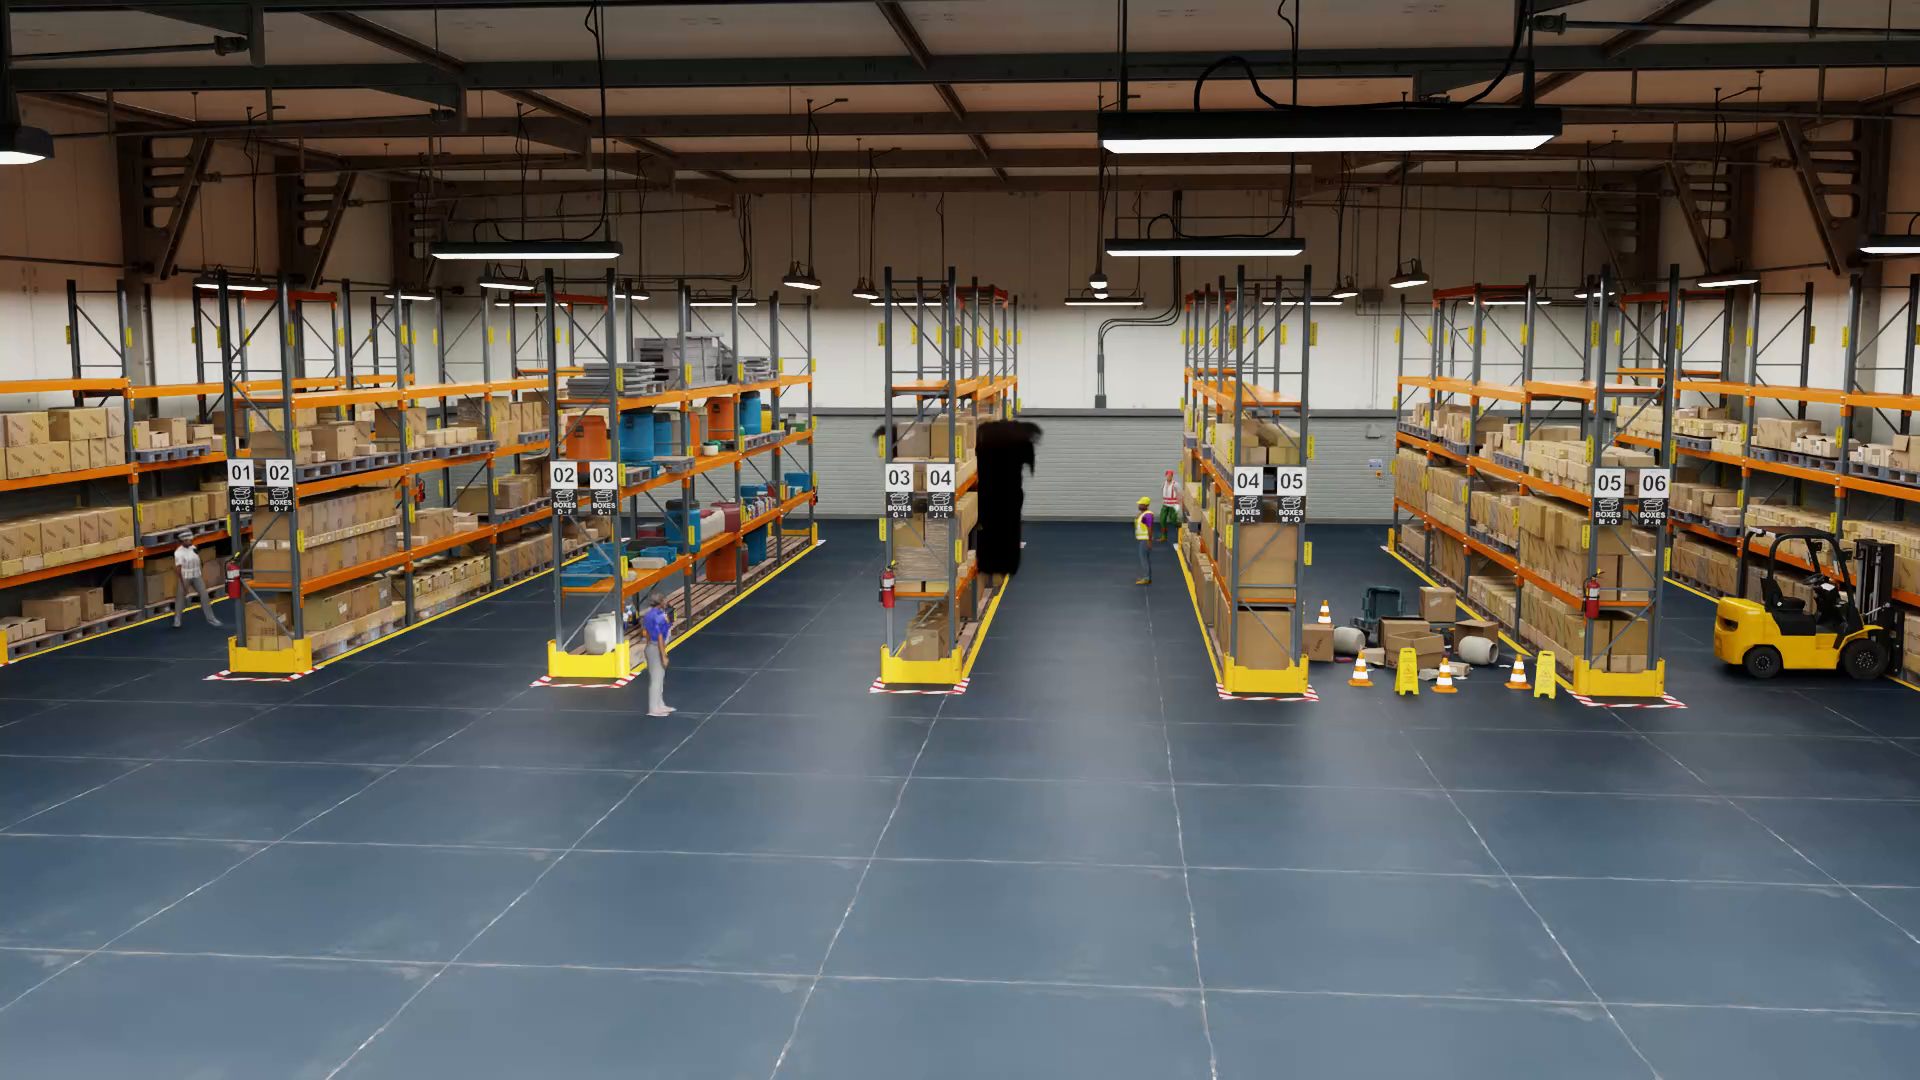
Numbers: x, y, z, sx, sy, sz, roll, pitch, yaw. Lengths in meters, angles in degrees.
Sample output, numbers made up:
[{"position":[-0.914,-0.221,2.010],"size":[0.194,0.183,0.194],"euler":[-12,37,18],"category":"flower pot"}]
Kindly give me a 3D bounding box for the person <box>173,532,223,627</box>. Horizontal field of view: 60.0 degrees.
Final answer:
[{"position":[-13.323,0.676,28.899],"size":[0.650,1.670,0.662],"euler":[5,8,35],"category":"person"}]

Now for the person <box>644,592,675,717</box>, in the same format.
[{"position":[-3.998,1.520,22.116],"size":[0.403,1.653,0.515],"euler":[-2,7,-15],"category":"person"}]

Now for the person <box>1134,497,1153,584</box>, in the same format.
[{"position":[3.740,0.001,33.938],"size":[0.358,1.770,0.651],"euler":[-1,7,-5],"category":"person"}]

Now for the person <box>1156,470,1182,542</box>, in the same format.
[{"position":[5.191,-0.843,40.784],"size":[0.825,1.765,0.552],"euler":[-5,8,-33],"category":"person"}]
